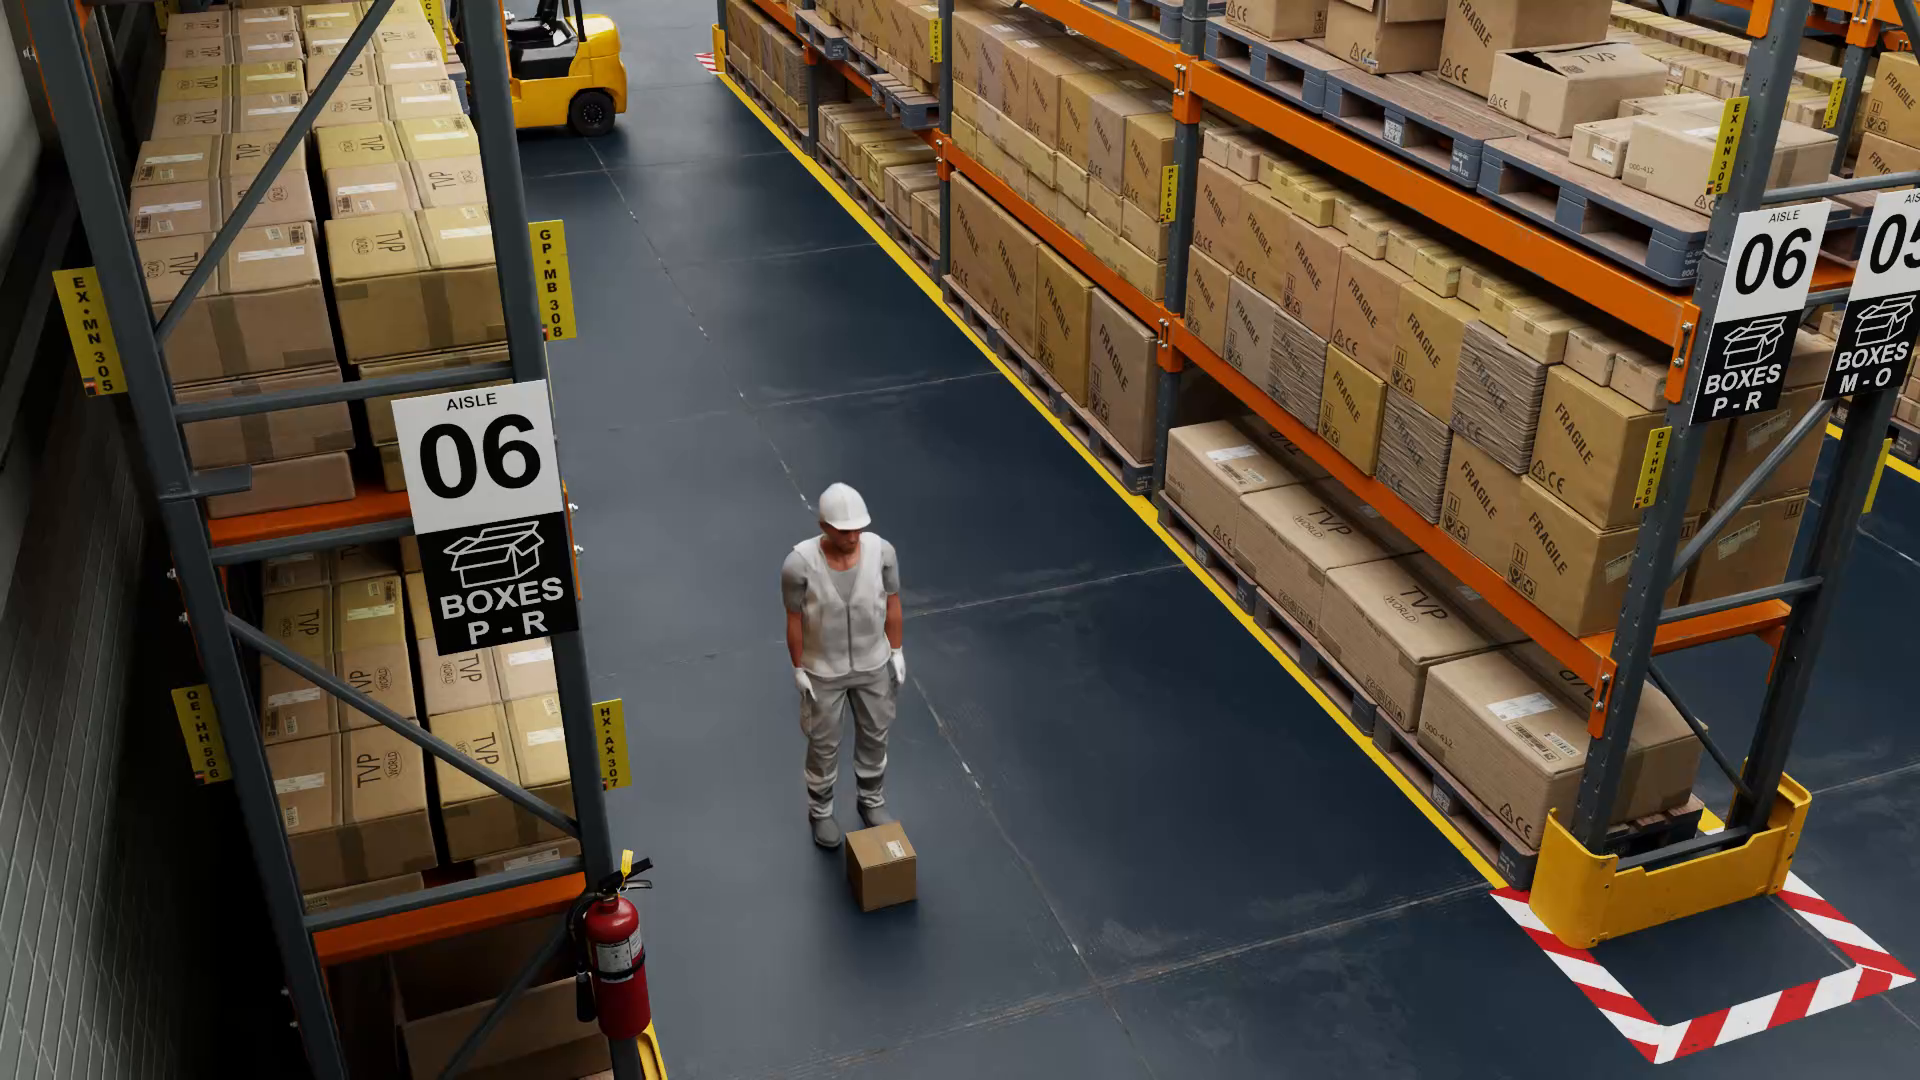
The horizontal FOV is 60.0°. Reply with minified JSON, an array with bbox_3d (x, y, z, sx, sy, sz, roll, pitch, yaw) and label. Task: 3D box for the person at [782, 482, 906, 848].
[{"bbox_3d":[-0.499,0.553,7.357,0.527,1.781,0.344,-10,31,-17],"label":"person"}]
